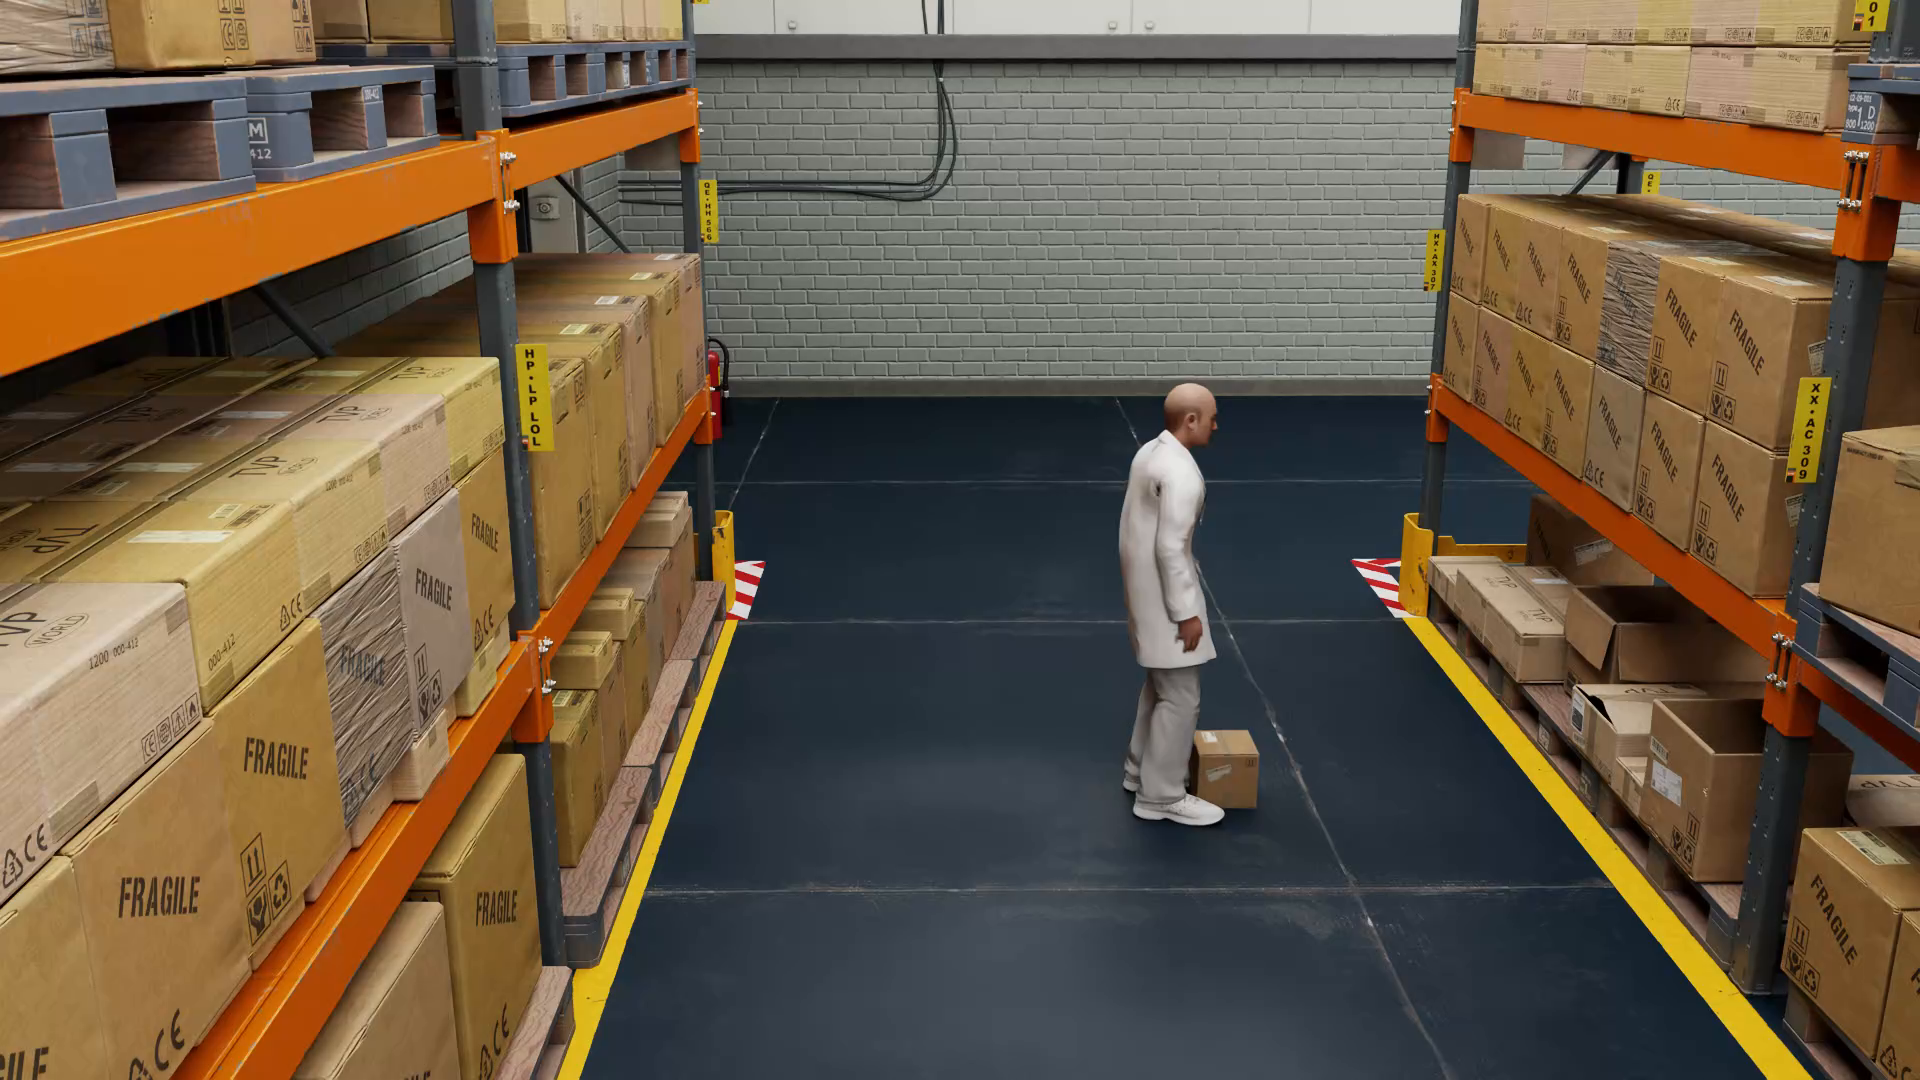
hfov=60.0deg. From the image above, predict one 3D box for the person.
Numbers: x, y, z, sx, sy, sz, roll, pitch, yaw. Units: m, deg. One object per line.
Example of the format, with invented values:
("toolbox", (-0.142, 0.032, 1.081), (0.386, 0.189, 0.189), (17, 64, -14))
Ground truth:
("person", (0.860, 0.241, 6.777), (0.428, 1.772, 0.641), (-1, 17, -3))
